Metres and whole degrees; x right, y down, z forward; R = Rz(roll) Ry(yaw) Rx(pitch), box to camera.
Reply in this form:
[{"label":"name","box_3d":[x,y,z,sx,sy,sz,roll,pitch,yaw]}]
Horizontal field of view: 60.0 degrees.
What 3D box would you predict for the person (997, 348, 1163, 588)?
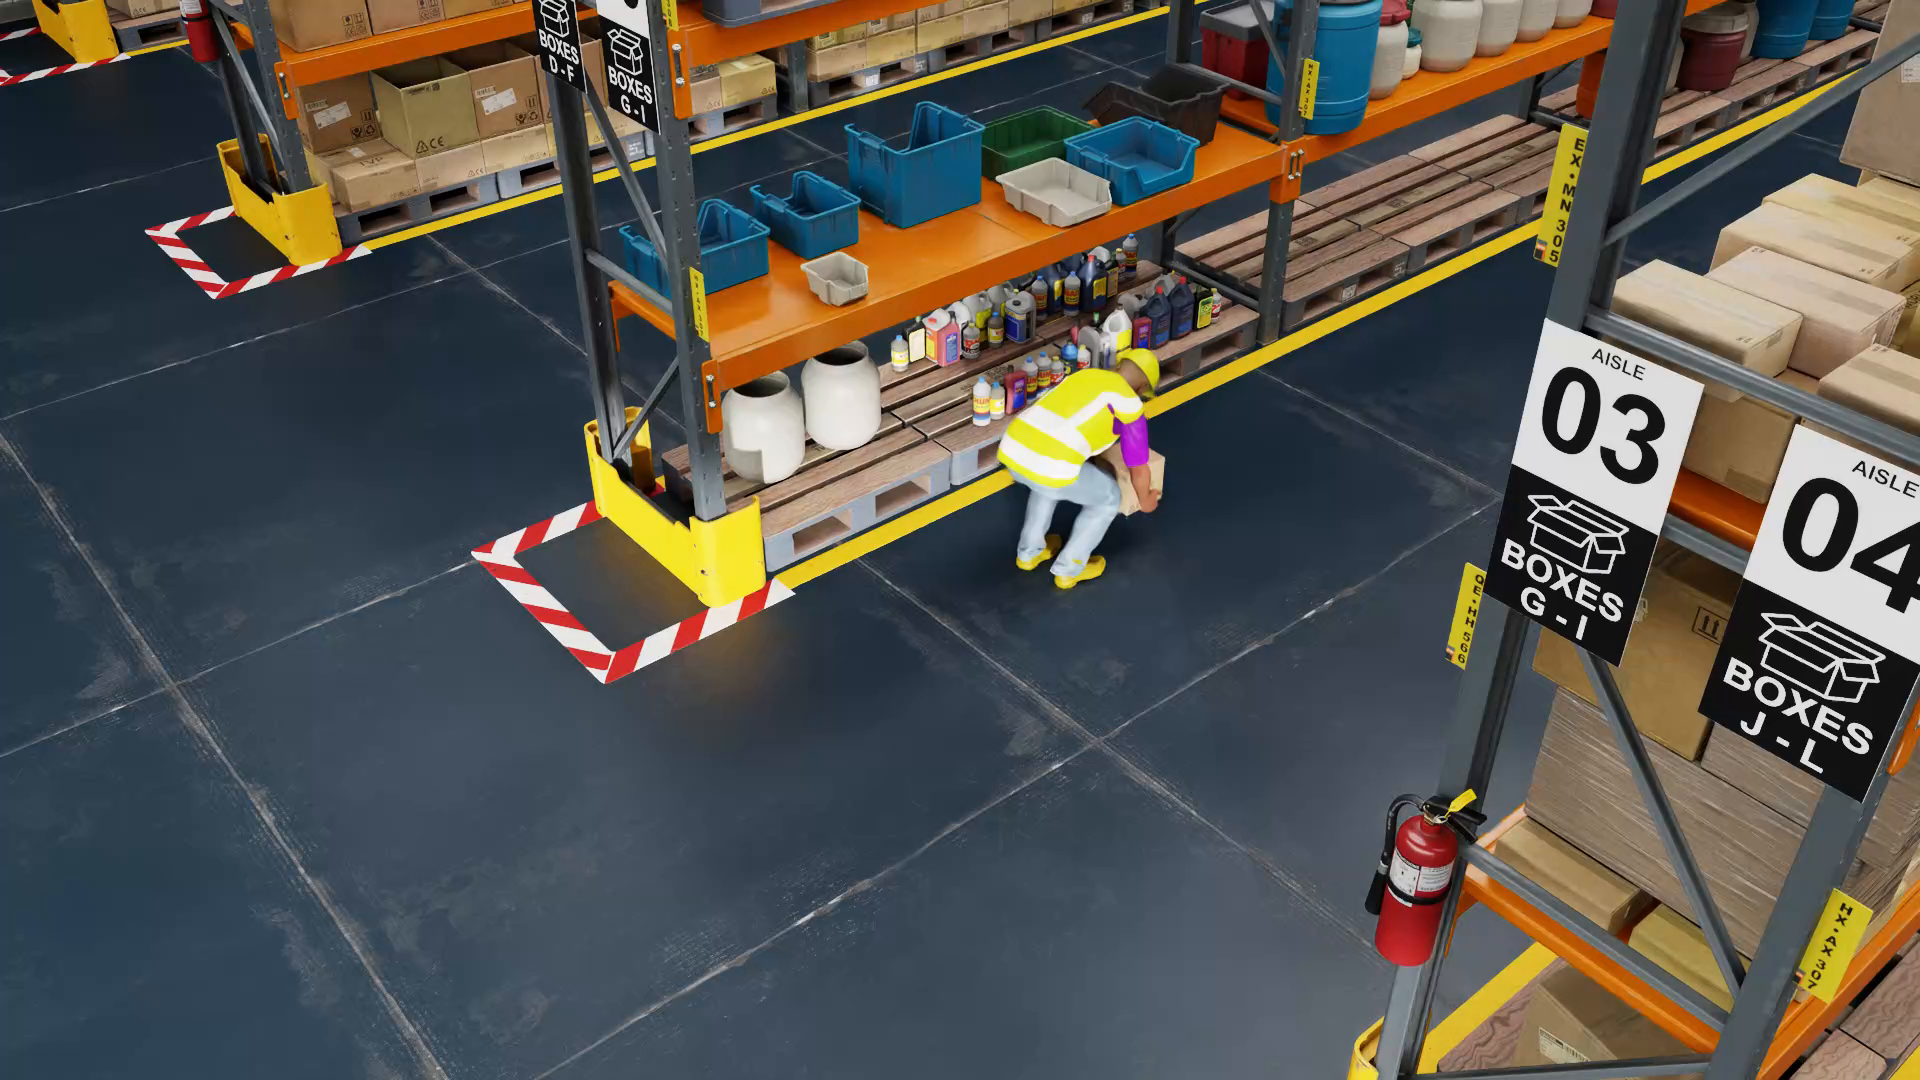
[{"label":"person","box_3d":[0.606,-0.349,8.165,0.966,1.041,0.513,-28,44,-34]}]
